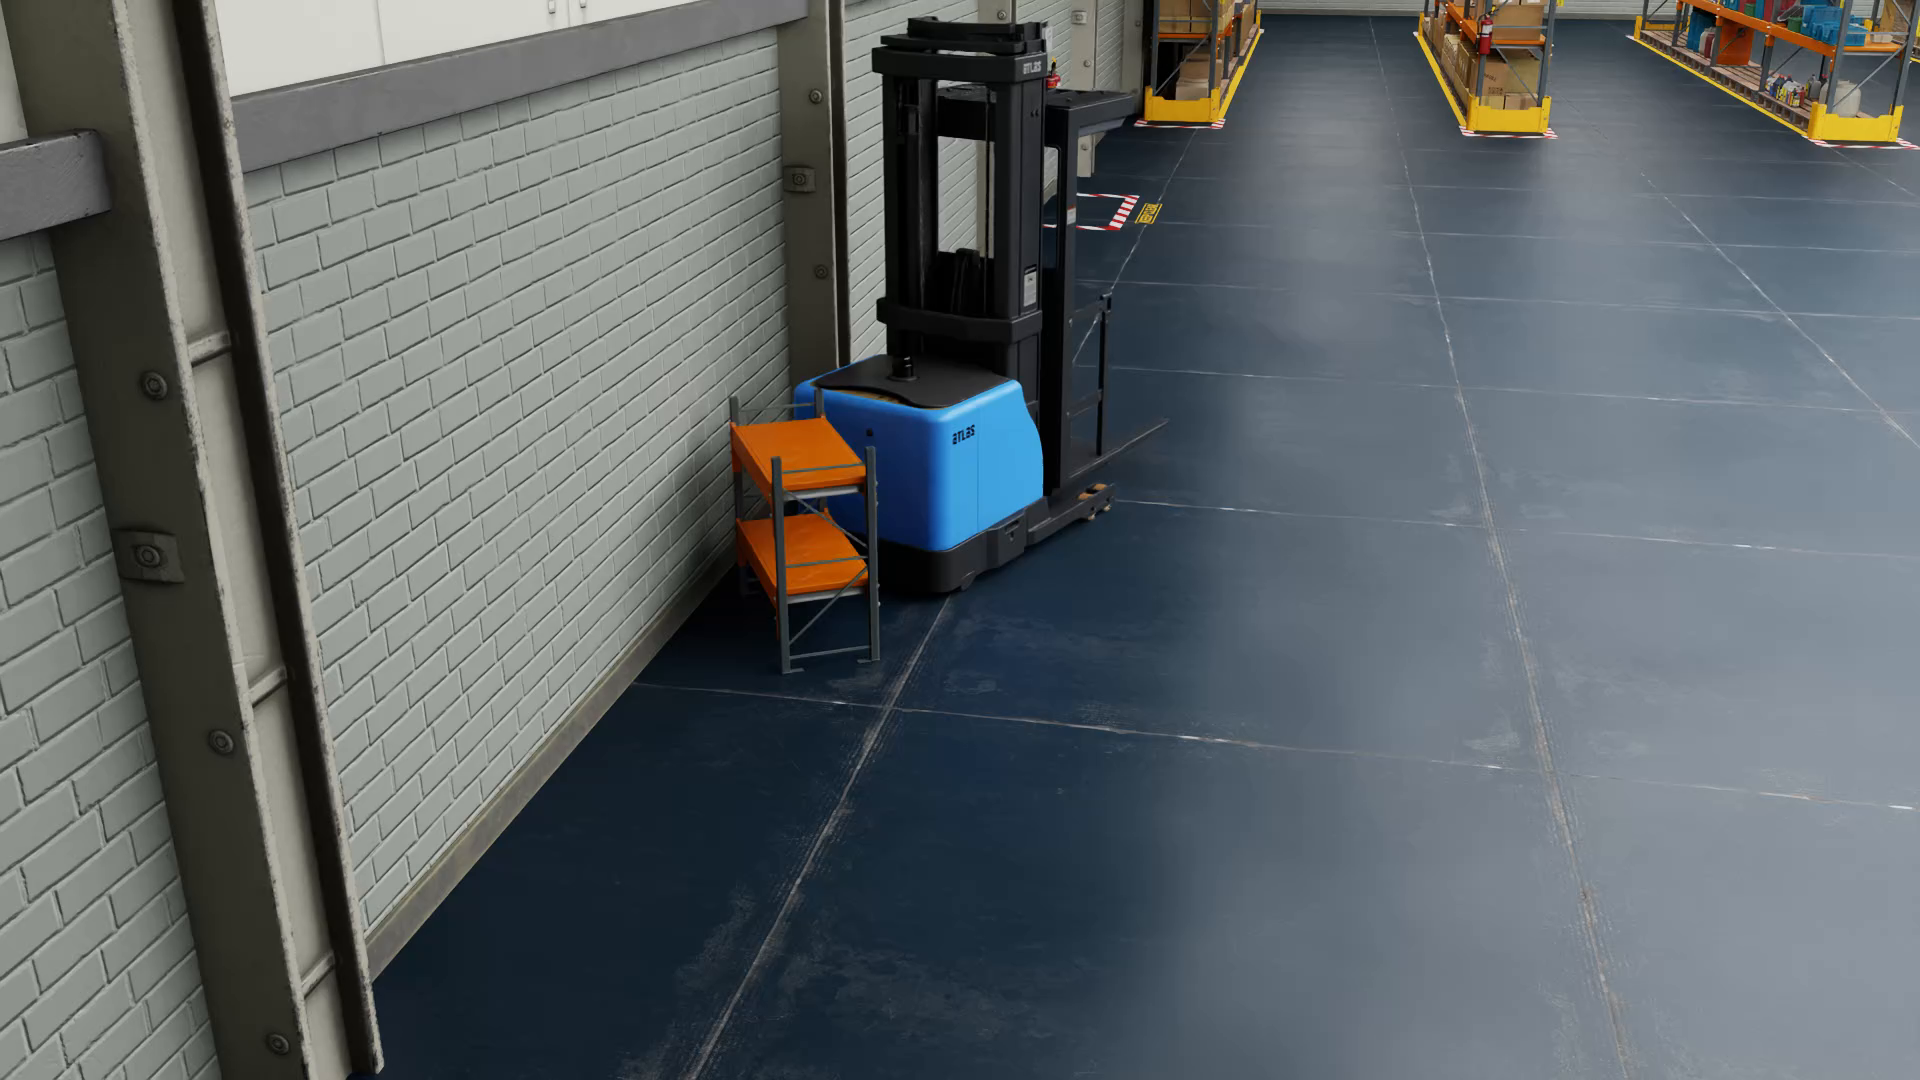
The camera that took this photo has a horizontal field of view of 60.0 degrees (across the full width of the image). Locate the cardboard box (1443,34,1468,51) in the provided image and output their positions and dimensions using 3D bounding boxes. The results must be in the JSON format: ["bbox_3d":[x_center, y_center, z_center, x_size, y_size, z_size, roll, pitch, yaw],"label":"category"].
[{"bbox_3d":[9.588,-9.605,32.054,0.500,0.311,0.500,5,23,13],"label":"cardboard box"}]

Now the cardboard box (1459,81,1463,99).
[{"bbox_3d":[8.465,-7.356,27.222,0.500,0.250,0.500,4,22,11],"label":"cardboard box"}]

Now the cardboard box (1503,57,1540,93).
[{"bbox_3d":[8.777,-7.298,26.074,0.500,0.500,0.500,4,22,11],"label":"cardboard box"}]

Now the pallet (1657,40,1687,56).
[{"bbox_3d":[15.759,-10.657,36.031,1.003,0.211,1.213,4,22,11],"label":"pallet"}]

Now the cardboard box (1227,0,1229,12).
[{"bbox_3d":[4.114,-8.853,26.989,0.500,0.500,0.500,4,22,9],"label":"cardboard box"}]

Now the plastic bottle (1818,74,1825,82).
[{"bbox_3d":[14.165,-7.470,27.344,0.144,0.351,0.185,4,22,9],"label":"plastic bottle"}]

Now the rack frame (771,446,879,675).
[{"bbox_3d":[-0.646,0.108,8.079,0.500,1.125,0.032,-7,23,-17],"label":"rack frame"}]

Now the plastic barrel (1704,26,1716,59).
[{"bbox_3d":[15.144,-9.885,33.048,0.600,0.588,0.708,4,22,11],"label":"plastic barrel"}]

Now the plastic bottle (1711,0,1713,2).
[{"bbox_3d":[14.644,-10.536,32.264,0.097,0.201,0.097,0,22,0],"label":"plastic bottle"}]

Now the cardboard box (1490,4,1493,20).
[{"bbox_3d":[8.560,-8.077,25.760,0.700,0.500,0.500,5,22,12],"label":"cardboard box"}]

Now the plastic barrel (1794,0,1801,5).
[{"bbox_3d":[14.425,-9.149,28.373,0.433,0.535,0.433,0,22,0],"label":"plastic barrel"}]

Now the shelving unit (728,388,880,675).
[{"bbox_3d":[-0.807,-0.072,8.526,0.538,1.125,1.048,-7,23,-17],"label":"shelving unit"}]

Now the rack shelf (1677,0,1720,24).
[{"bbox_3d":[15.239,-10.613,33.154,1.077,0.370,4.000,4,22,11],"label":"rack shelf"}]

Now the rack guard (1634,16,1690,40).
[{"bbox_3d":[16.455,-11.991,38.959,1.175,0.500,0.348,4,22,11],"label":"rack guard"}]

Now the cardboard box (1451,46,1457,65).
[{"bbox_3d":[9.068,-8.672,29.738,0.500,0.311,0.500,5,22,12],"label":"cardboard box"}]

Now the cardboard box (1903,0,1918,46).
[{"bbox_3d":[20.892,-11.074,35.618,0.875,0.875,0.875,4,22,11],"label":"cardboard box"}]

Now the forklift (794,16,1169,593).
[{"bbox_3d":[0.306,-1.569,9.827,1.130,2.935,3.031,14,26,31],"label":"forklift"}]

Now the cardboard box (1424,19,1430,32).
[{"bbox_3d":[11.022,-11.906,38.492,0.500,0.250,0.500,4,22,11],"label":"cardboard box"}]

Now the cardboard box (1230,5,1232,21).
[{"bbox_3d":[4.319,-8.884,28.072,0.500,0.250,0.500,4,22,11],"label":"cardboard box"}]

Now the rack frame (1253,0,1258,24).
[{"bbox_3d":[6.765,-13.896,40.343,1.000,3.000,0.127,4,22,11],"label":"rack frame"}]

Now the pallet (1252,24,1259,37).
[{"bbox_3d":[6.678,-12.304,40.123,1.003,0.211,1.213,4,22,11],"label":"pallet"}]

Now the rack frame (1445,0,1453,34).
[{"bbox_3d":[9.982,-10.594,32.144,1.000,3.000,0.127,4,22,11],"label":"rack frame"}]

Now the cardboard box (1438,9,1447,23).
[{"bbox_3d":[10.257,-10.926,34.720,0.500,0.250,0.500,5,22,11],"label":"cardboard box"}]

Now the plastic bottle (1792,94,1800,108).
[{"bbox_3d":[13.144,-6.901,26.130,0.097,0.201,0.097,0,22,0],"label":"plastic bottle"}]

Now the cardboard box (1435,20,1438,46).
[{"bbox_3d":[10.363,-10.748,35.281,0.500,0.500,0.500,5,22,12],"label":"cardboard box"}]

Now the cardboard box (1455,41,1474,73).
[{"bbox_3d":[8.765,-8.253,28.445,0.500,0.500,0.500,4,22,11],"label":"cardboard box"}]

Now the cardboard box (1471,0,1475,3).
[{"bbox_3d":[9.549,-9.833,30.120,0.500,0.500,0.500,4,22,11],"label":"cardboard box"}]

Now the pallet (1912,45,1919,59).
[{"bbox_3d":[20.728,-10.279,35.095,1.003,0.211,1.213,4,22,11],"label":"pallet"}]

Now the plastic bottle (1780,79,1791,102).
[{"bbox_3d":[13.318,-7.240,26.771,0.144,0.351,0.185,4,22,10],"label":"plastic bottle"}]

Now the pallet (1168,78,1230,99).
[{"bbox_3d":[4.214,-7.966,29.350,1.003,0.211,1.213,4,22,11],"label":"pallet"}]

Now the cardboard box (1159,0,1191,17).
[{"bbox_3d":[3.388,-8.521,26.166,0.500,0.500,0.500,4,22,10],"label":"cardboard box"}]

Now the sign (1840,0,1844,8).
[{"bbox_3d":[14.551,-8.835,27.405,0.100,0.325,0.005,4,22,11],"label":"sign"}]

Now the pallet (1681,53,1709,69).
[{"bbox_3d":[15.202,-9.658,33.552,1.003,0.211,1.213,4,22,11],"label":"pallet"}]

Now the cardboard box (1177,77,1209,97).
[{"bbox_3d":[3.845,-7.456,27.363,0.500,0.311,0.500,6,23,15],"label":"cardboard box"}]

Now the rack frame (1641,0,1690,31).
[{"bbox_3d":[16.463,-13.141,38.468,1.000,3.000,0.127,4,22,11],"label":"rack frame"}]

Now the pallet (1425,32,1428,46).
[{"bbox_3d":[11.186,-11.462,38.032,1.003,0.211,1.213,4,22,11],"label":"pallet"}]

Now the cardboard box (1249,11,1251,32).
[{"bbox_3d":[6.307,-11.918,38.214,0.700,0.500,0.500,4,22,10],"label":"cardboard box"}]

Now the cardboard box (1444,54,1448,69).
[{"bbox_3d":[9.386,-8.970,31.229,0.500,0.250,0.500,4,22,10],"label":"cardboard box"}]

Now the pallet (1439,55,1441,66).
[{"bbox_3d":[10.172,-9.571,33.336,1.003,0.211,1.213,4,22,11],"label":"pallet"}]

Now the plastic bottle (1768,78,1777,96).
[{"bbox_3d":[13.481,-7.490,27.492,0.152,0.276,0.135,5,23,13],"label":"plastic bottle"}]

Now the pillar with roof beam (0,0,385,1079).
[{"bbox_3d":[2.113,-2.044,2.883,9.100,9.000,0.400,4,22,11],"label":"pillar with roof beam"}]

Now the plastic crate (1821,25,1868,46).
[{"bbox_3d":[13.008,-7.426,24.477,0.499,0.251,0.616,4,22,11],"label":"plastic crate"}]

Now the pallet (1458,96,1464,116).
[{"bbox_3d":[8.716,-7.103,27.207,1.003,0.211,1.213,4,22,11],"label":"pallet"}]

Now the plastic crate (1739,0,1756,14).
[{"bbox_3d":[14.202,-9.677,29.782,0.402,0.464,0.583,4,22,11],"label":"plastic crate"}]

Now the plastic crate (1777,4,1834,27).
[{"bbox_3d":[13.783,-8.542,27.131,0.767,0.338,0.504,4,22,11],"label":"plastic crate"}]

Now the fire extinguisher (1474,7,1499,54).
[{"bbox_3d":[7.871,-7.625,24.874,0.296,0.674,0.183,4,22,11],"label":"fire extinguisher"}]

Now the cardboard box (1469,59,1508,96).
[{"bbox_3d":[8.168,-7.155,25.718,0.500,0.500,0.500,4,22,11],"label":"cardboard box"}]
